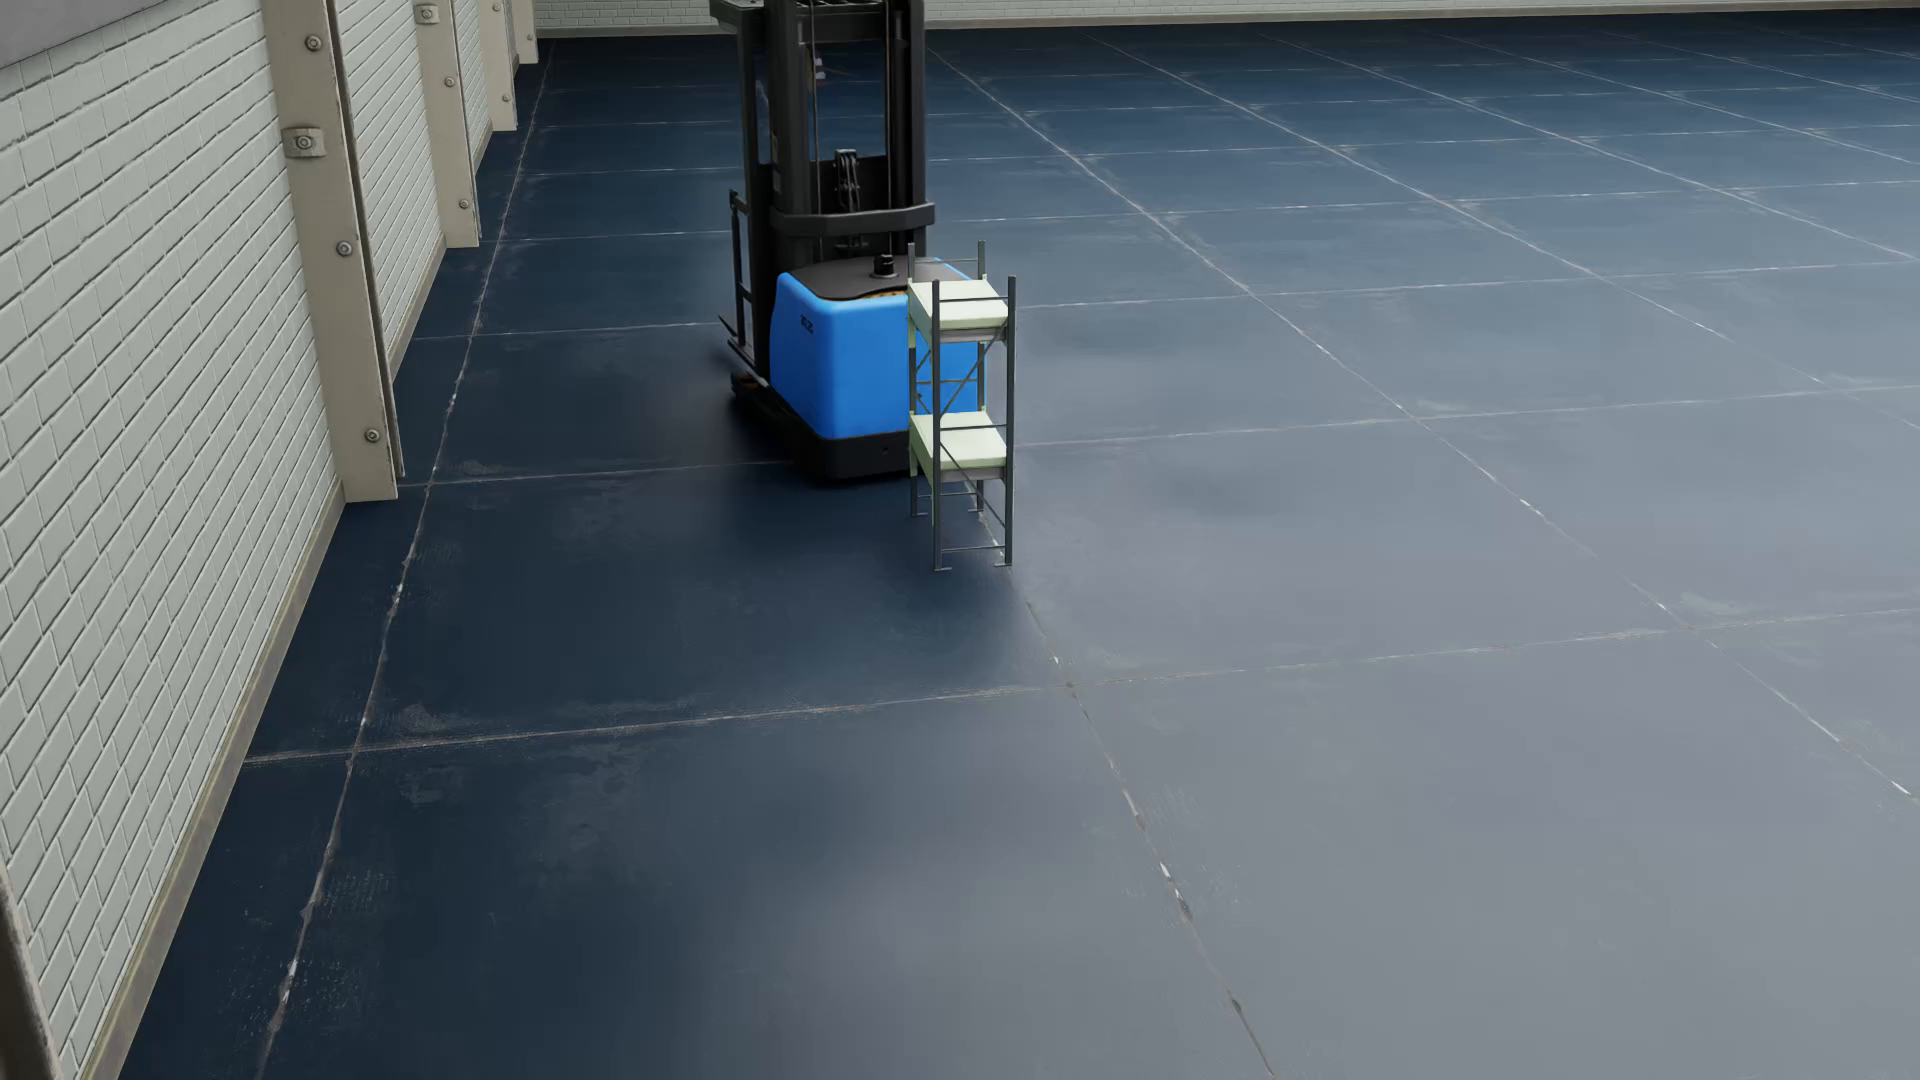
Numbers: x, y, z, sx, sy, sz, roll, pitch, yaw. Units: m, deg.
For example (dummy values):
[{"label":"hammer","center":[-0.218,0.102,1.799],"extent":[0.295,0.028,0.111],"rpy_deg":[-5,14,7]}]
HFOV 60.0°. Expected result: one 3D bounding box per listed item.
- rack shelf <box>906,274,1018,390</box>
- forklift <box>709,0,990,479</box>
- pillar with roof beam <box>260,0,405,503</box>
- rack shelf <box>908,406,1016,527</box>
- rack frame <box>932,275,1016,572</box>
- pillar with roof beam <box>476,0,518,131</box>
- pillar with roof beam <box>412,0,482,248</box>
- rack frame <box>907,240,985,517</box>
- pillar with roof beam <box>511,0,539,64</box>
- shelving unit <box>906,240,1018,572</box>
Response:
[{"label":"rack shelf","center":[-0.001,-1.048,8.300],"extent":[0.431,0.370,0.720],"rpy_deg":[-4,24,-10]},{"label":"forklift","center":[-0.847,-2.244,10.227],"extent":[1.130,2.935,3.031],"rpy_deg":[-9,25,-20]},{"label":"pillar with roof beam","center":[0.901,-4.737,8.353],"extent":[9.100,9.000,0.400],"rpy_deg":[-4,24,-10]},{"label":"rack shelf","center":[-0.001,-0.391,8.586],"extent":[0.431,0.370,0.720],"rpy_deg":[-4,24,-10]},{"label":"rack frame","center":[0.066,-0.546,8.126],"extent":[0.400,1.500,0.023],"rpy_deg":[-4,24,-10]},{"label":"pillar with roof beam","center":[-1.318,-9.457,19.160],"extent":[9.100,9.000,0.400],"rpy_deg":[-4,24,-10]},{"label":"pillar with roof beam","center":[-0.208,-7.097,13.757],"extent":[9.100,9.000,0.400],"rpy_deg":[-4,24,-10]},{"label":"rack frame","center":[-0.069,-0.834,8.785],"extent":[0.400,1.500,0.023],"rpy_deg":[-4,24,-10]},{"label":"pillar with roof beam","center":[-2.427,-11.817,24.564],"extent":[9.100,9.000,0.400],"rpy_deg":[-4,24,-10]},{"label":"shelving unit","center":[-0.001,-0.690,8.456],"extent":[0.431,1.500,0.755],"rpy_deg":[-4,24,-10]}]
